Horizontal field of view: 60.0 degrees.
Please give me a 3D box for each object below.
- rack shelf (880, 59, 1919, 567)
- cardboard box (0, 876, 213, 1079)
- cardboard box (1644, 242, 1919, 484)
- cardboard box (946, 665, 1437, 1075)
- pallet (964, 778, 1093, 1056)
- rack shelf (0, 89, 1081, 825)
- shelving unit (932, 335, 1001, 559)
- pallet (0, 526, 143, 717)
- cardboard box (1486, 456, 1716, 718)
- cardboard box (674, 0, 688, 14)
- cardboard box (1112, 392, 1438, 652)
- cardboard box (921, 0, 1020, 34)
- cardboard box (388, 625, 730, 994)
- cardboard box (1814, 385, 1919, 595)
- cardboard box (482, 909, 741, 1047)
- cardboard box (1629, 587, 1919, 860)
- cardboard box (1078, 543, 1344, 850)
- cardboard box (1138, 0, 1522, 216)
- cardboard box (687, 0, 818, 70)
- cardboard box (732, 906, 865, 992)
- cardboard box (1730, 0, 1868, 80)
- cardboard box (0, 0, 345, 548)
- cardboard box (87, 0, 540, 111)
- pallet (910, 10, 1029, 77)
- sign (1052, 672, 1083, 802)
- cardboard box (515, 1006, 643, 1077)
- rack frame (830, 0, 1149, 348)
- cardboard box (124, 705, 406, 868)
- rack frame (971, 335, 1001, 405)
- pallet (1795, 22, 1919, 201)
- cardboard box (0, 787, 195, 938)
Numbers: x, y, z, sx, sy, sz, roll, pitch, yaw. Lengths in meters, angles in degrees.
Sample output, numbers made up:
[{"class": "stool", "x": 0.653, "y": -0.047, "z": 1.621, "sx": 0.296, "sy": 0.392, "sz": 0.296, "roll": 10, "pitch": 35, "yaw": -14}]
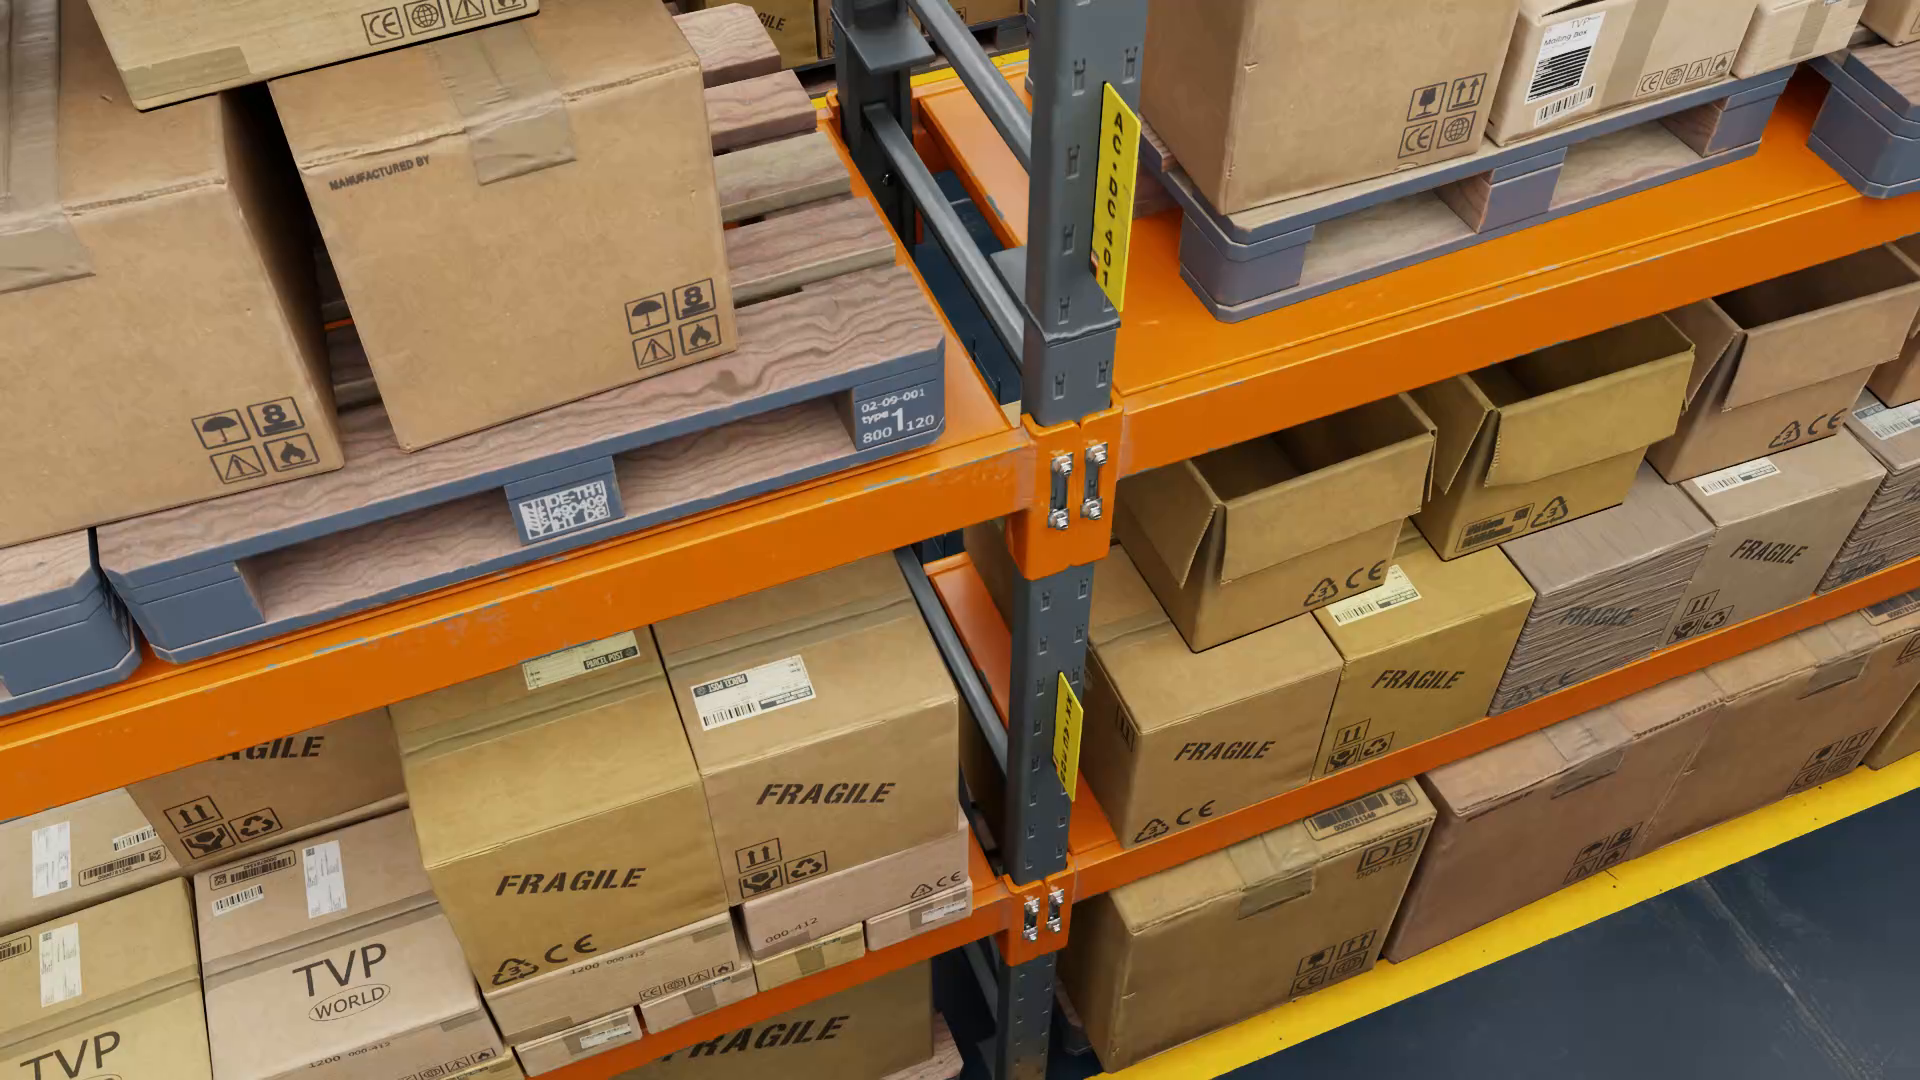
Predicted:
[{"class": "rack shelf", "x": 1.854, "y": -1.002, "z": 3.631, "sx": 4.000, "sy": 0.370, "sz": 1.077, "roll": -17, "pitch": 52, "yaw": -14}, {"class": "cardboard box", "x": -1.728, "y": 1.017, "z": 3.302, "sx": 0.500, "sy": 0.250, "sz": 0.500, "roll": -18, "pitch": 52, "yaw": -15}, {"class": "cardboard box", "x": 1.799, "y": -0.612, "z": 4.071, "sx": 0.637, "sy": 0.503, "sz": 0.797, "roll": -16, "pitch": 51, "yaw": -13}, {"class": "cardboard box", "x": 0.587, "y": 0.672, "z": 4.819, "sx": 0.875, "sy": 0.875, "sz": 1.225, "roll": -17, "pitch": 51, "yaw": -14}, {"class": "pallet", "x": 0.688, "y": 0.948, "z": 5.296, "sx": 1.213, "sy": 0.211, "sz": 1.003, "roll": -17, "pitch": 52, "yaw": -14}, {"class": "rack shelf", "x": -1.850, "y": 0.145, "z": 2.645, "sx": 4.000, "sy": 0.370, "sz": 1.077, "roll": -17, "pitch": 52, "yaw": -14}, {"class": "shelving unit", "x": -0.008, "y": -0.291, "z": 5.907, "sx": 0.210, "sy": 0.900, "sz": 0.258, "roll": -17, "pitch": 52, "yaw": -14}, {"class": "pallet", "x": -1.887, "y": -0.060, "z": 2.405, "sx": 1.213, "sy": 0.211, "sz": 1.003, "roll": -17, "pitch": 52, "yaw": -14}, {"class": "cardboard box", "x": 1.451, "y": 0.037, "z": 4.175, "sx": 0.500, "sy": 0.500, "sz": 0.500, "roll": -18, "pitch": 52, "yaw": -15}, {"class": "cardboard box", "x": -1.190, "y": -2.910, "z": 8.143, "sx": 0.500, "sy": 0.500, "sz": 0.500, "roll": -18, "pitch": 52, "yaw": -15}, {"class": "cardboard box", "x": 0.590, "y": -0.234, "z": 3.747, "sx": 0.637, "sy": 0.503, "sz": 0.797, "roll": -18, "pitch": 52, "yaw": -15}, {"class": "cardboard box", "x": -0.026, "y": -2.859, "z": 8.099, "sx": 0.500, "sy": 0.500, "sz": 0.500, "roll": -16, "pitch": 51, "yaw": -14}, {"class": "cardboard box", "x": -0.788, "y": 0.482, "z": 3.267, "sx": 0.500, "sy": 0.500, "sz": 0.500, "roll": -17, "pitch": 51, "yaw": -14}, {"class": "cardboard box", "x": 2.399, "y": -0.260, "z": 4.430, "sx": 0.500, "sy": 0.500, "sz": 0.500, "roll": -19, "pitch": 52, "yaw": -15}, {"class": "cardboard box", "x": -0.786, "y": 0.727, "z": 3.551, "sx": 0.500, "sy": 0.250, "sz": 0.500, "roll": -16, "pitch": 51, "yaw": -13}, {"class": "cardboard box", "x": 2.230, "y": 0.156, "z": 5.263, "sx": 0.875, "sy": 0.875, "sz": 1.225, "roll": -17, "pitch": 51, "yaw": -14}, {"class": "cardboard box", "x": 0.522, "y": 0.325, "z": 3.927, "sx": 0.500, "sy": 0.500, "sz": 0.500, "roll": -17, "pitch": 51, "yaw": -14}, {"class": "cardboard box", "x": 0.535, "y": -1.006, "z": 2.817, "sx": 0.500, "sy": 0.500, "sz": 0.700, "roll": -16, "pitch": 51, "yaw": -13}, {"class": "cardboard box", "x": -0.995, "y": -2.546, "z": 7.830, "sx": 0.500, "sy": 0.500, "sz": 0.500, "roll": -15, "pitch": 51, "yaw": -13}, {"class": "cardboard box", "x": -0.395, "y": 0.788, "z": 3.762, "sx": 0.250, "sy": 0.149, "sz": 0.380, "roll": -16, "pitch": 51, "yaw": -14}, {"class": "cardboard box", "x": 1.437, "y": -1.040, "z": 3.077, "sx": 0.250, "sy": 0.149, "sz": 0.380, "roll": -19, "pitch": 52, "yaw": -16}, {"class": "cardboard box", "x": -1.199, "y": -0.447, "z": 2.271, "sx": 0.500, "sy": 0.500, "sz": 0.700, "roll": -15, "pitch": 51, "yaw": -12}, {"class": "cardboard box", "x": -0.871, "y": -0.844, "z": 2.117, "sx": 0.500, "sy": 0.250, "sz": 0.500, "roll": -20, "pitch": 52, "yaw": -17}, {"class": "pallet", "x": 0.072, "y": -2.867, "z": 8.573, "sx": 1.213, "sy": 0.211, "sz": 1.003, "roll": -17, "pitch": 52, "yaw": -14}, {"class": "sign", "x": 0.213, "y": 0.396, "z": 3.310, "sx": 0.005, "sy": 0.325, "sz": 0.100, "roll": -17, "pitch": 52, "yaw": -14}, {"class": "cardboard box", "x": -0.870, "y": 0.935, "z": 3.635, "sx": 0.250, "sy": 0.149, "sz": 0.380, "roll": -16, "pitch": 51, "yaw": -14}, {"class": "rack frame", "x": 0.002, "y": -1.640, "z": 1.727, "sx": 0.127, "sy": 3.000, "sz": 1.000, "roll": -17, "pitch": 52, "yaw": -14}, {"class": "cardboard box", "x": -1.477, "y": 0.268, "z": 3.451, "sx": 0.500, "sy": 0.500, "sz": 0.500, "roll": -19, "pitch": 52, "yaw": -15}, {"class": "rack frame", "x": 0.087, "y": -0.320, "z": 5.932, "sx": 0.006, "sy": 0.900, "sz": 0.240, "roll": -17, "pitch": 52, "yaw": -14}, {"class": "pallet", "x": 2.095, "y": -1.204, "z": 3.454, "sx": 1.213, "sy": 0.211, "sz": 1.003, "roll": -15, "pitch": 51, "yaw": -13}, {"class": "cardboard box", "x": -1.931, "y": 0.645, "z": 3.622, "sx": 0.500, "sy": 0.250, "sz": 0.500, "roll": -17, "pitch": 51, "yaw": -14}]
